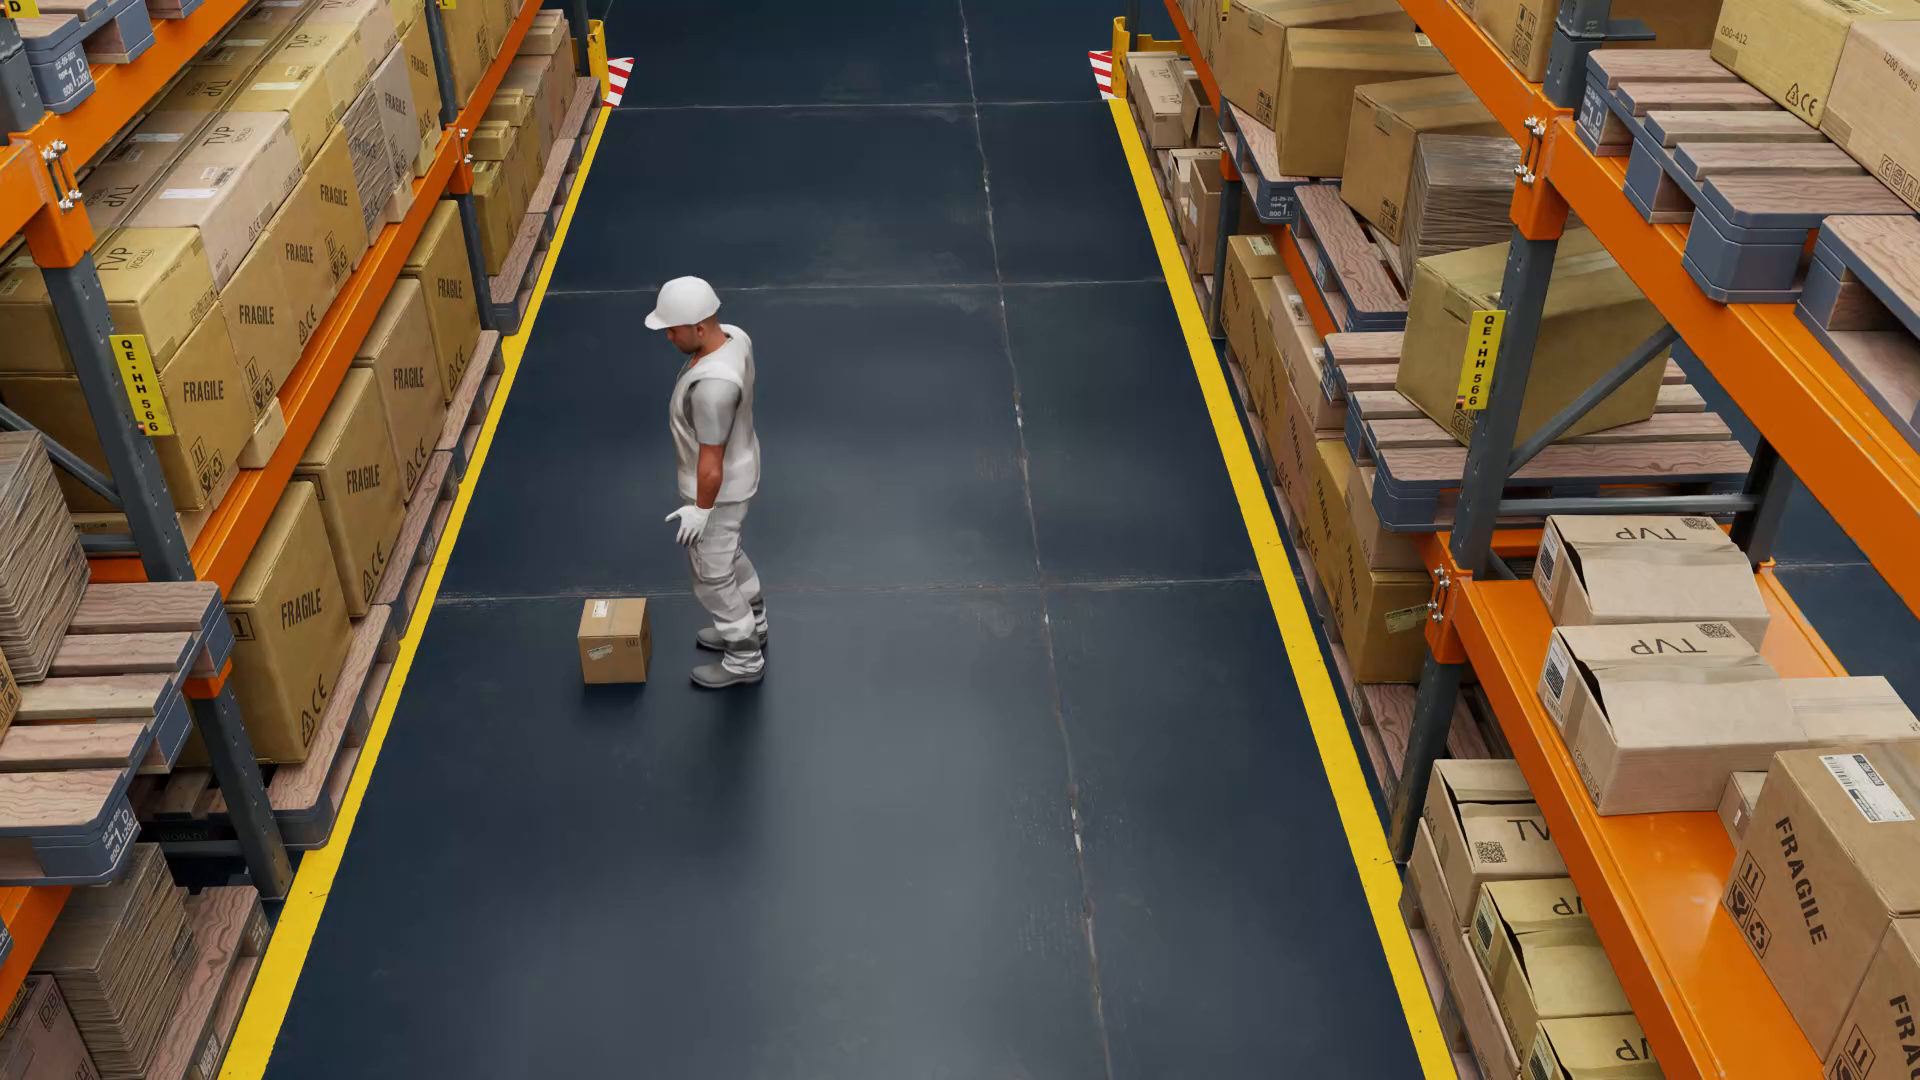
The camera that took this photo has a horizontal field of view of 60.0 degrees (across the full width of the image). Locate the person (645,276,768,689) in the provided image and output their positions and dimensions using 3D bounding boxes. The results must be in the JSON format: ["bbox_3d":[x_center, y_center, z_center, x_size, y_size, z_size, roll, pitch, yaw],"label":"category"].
[{"bbox_3d":[-0.952,-0.208,6.434,0.371,1.773,0.530,-1,35,-1],"label":"person"}]
